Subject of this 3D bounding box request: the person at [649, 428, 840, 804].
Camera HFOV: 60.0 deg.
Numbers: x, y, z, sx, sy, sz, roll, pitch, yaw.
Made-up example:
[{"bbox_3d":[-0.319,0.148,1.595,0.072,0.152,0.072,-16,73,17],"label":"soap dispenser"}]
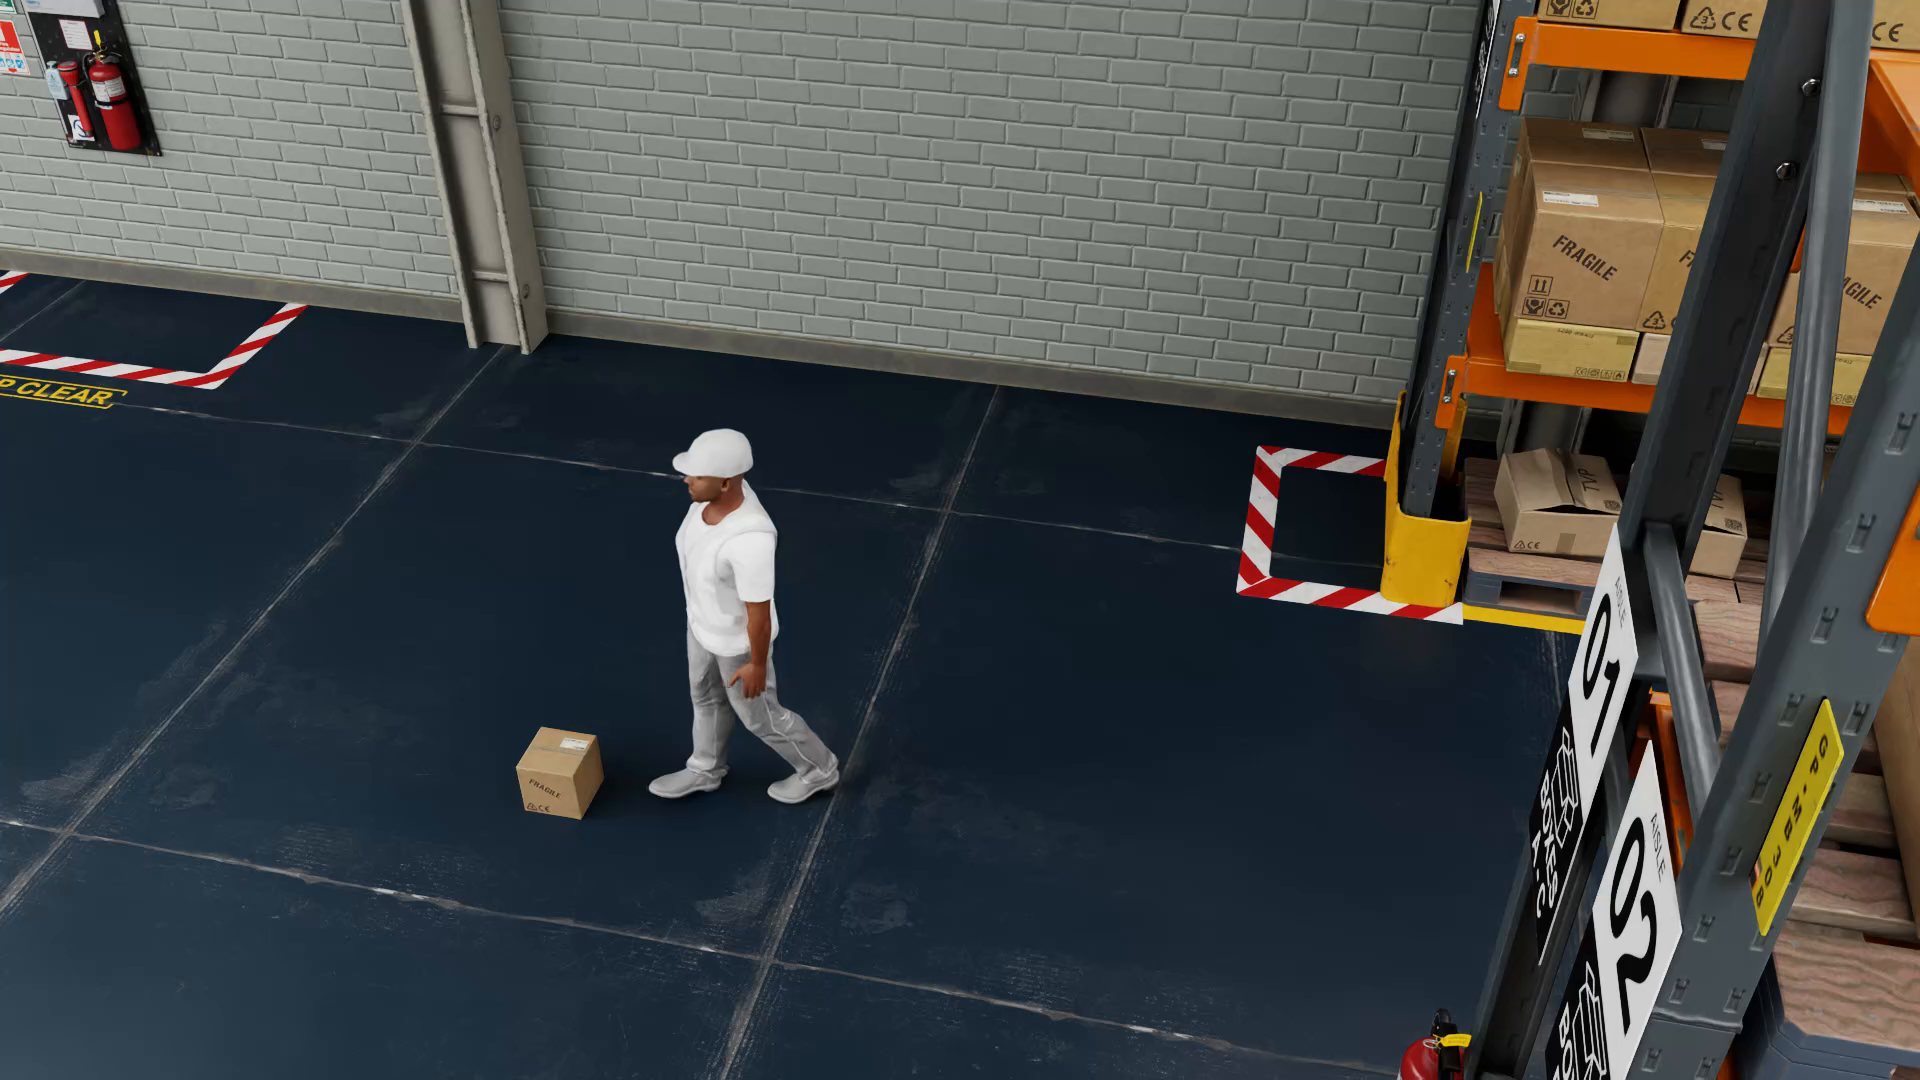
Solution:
[{"bbox_3d":[-0.910,0.343,6.477,0.736,1.768,0.577,-17,40,-22],"label":"person"}]
